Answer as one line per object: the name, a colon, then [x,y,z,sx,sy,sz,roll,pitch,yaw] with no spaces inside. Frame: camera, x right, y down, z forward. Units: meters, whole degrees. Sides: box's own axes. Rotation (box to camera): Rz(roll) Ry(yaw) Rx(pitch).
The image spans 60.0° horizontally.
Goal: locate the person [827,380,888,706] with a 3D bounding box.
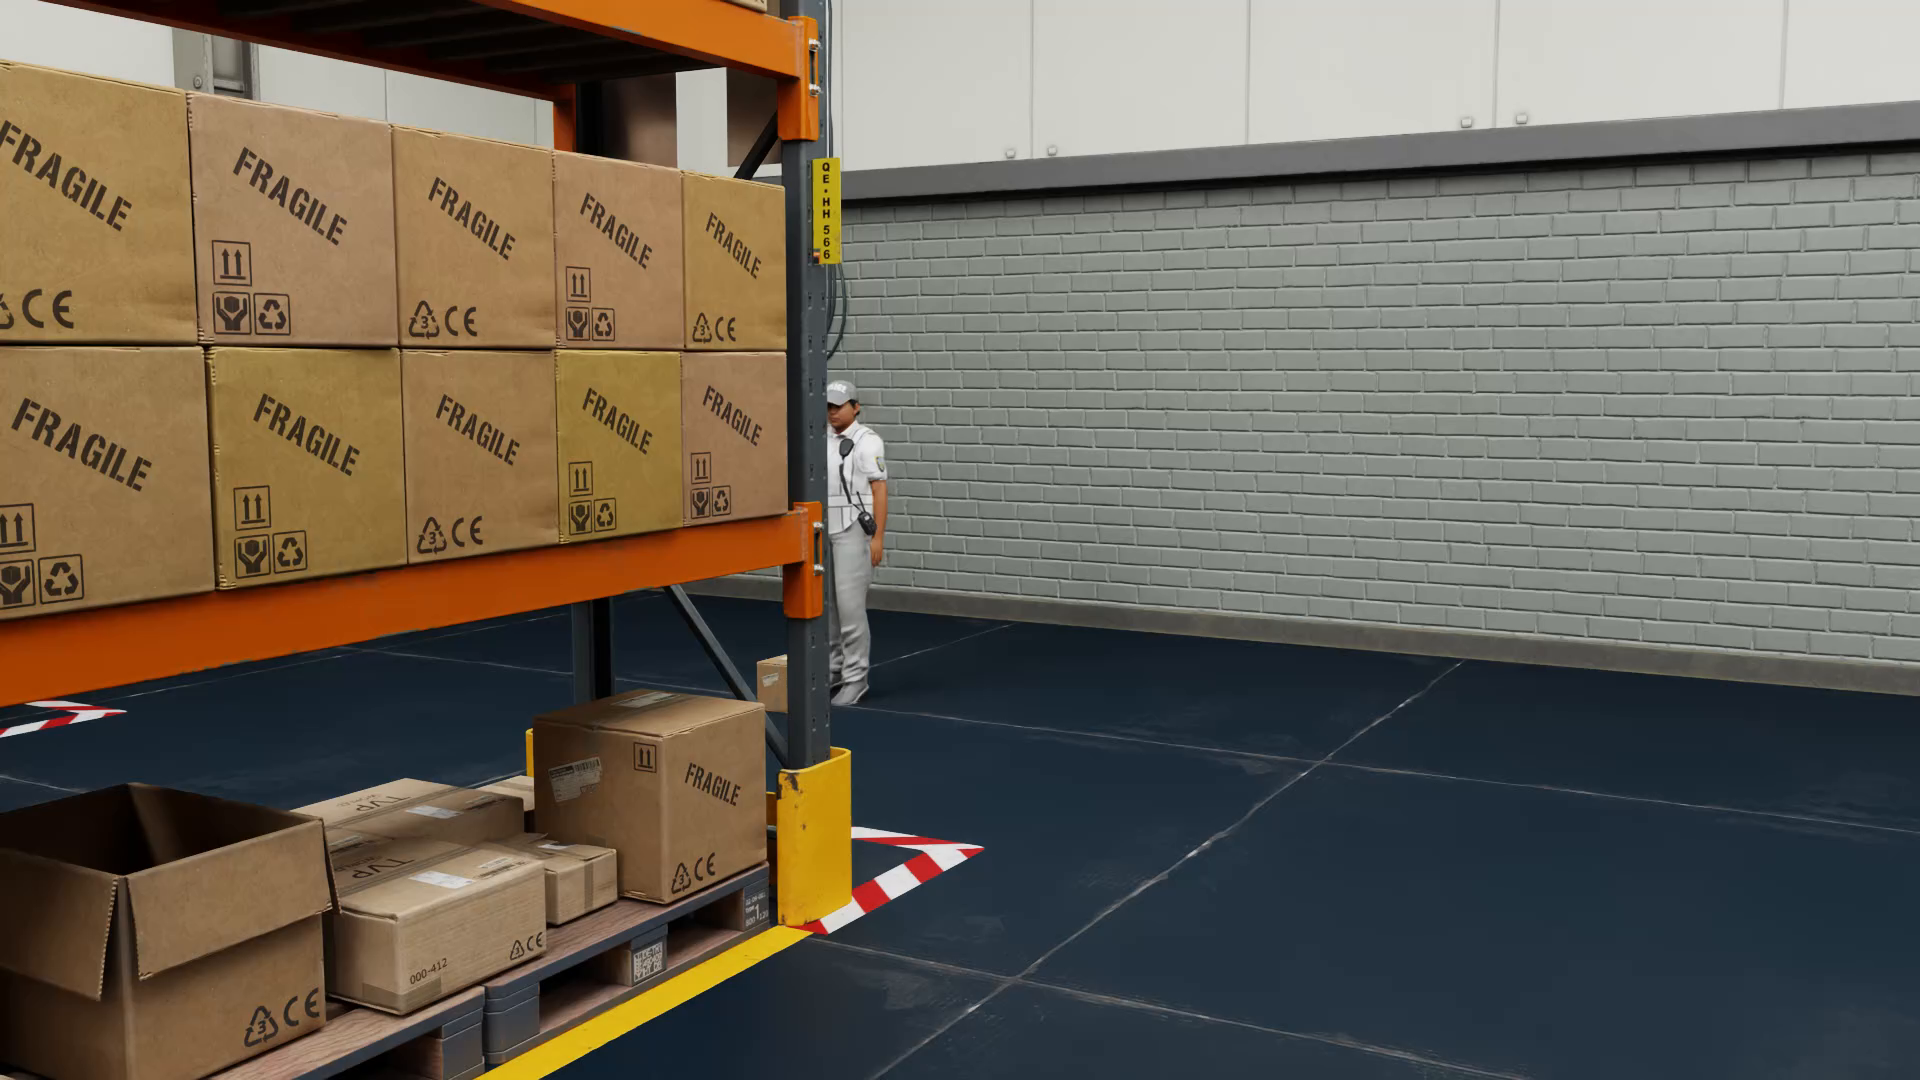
person: [-0.668,0.004,8.849,0.521,1.705,0.497,5,8,38]
